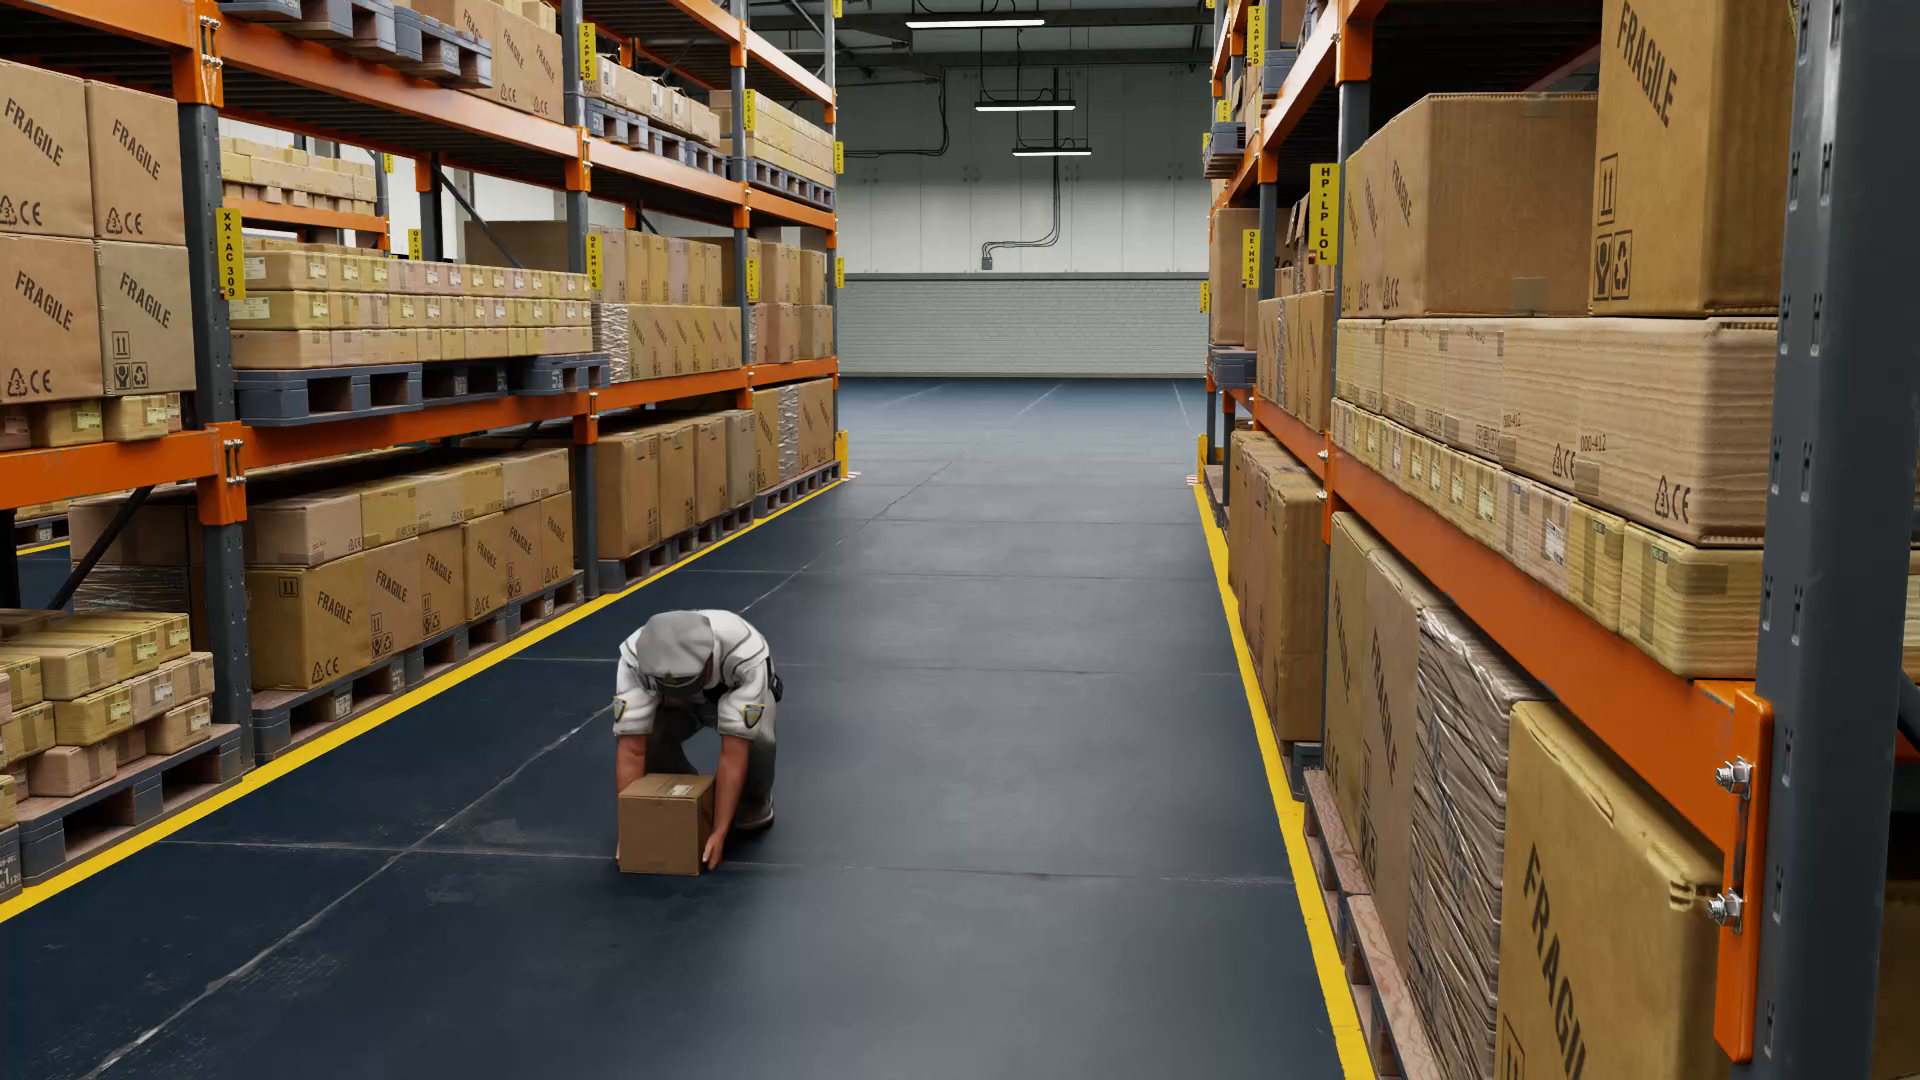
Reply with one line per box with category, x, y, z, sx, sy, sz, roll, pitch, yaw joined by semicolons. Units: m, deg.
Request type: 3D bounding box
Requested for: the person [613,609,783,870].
person;-0.863;0.609;5.497;0.532;0.884;0.998;1;8;5
